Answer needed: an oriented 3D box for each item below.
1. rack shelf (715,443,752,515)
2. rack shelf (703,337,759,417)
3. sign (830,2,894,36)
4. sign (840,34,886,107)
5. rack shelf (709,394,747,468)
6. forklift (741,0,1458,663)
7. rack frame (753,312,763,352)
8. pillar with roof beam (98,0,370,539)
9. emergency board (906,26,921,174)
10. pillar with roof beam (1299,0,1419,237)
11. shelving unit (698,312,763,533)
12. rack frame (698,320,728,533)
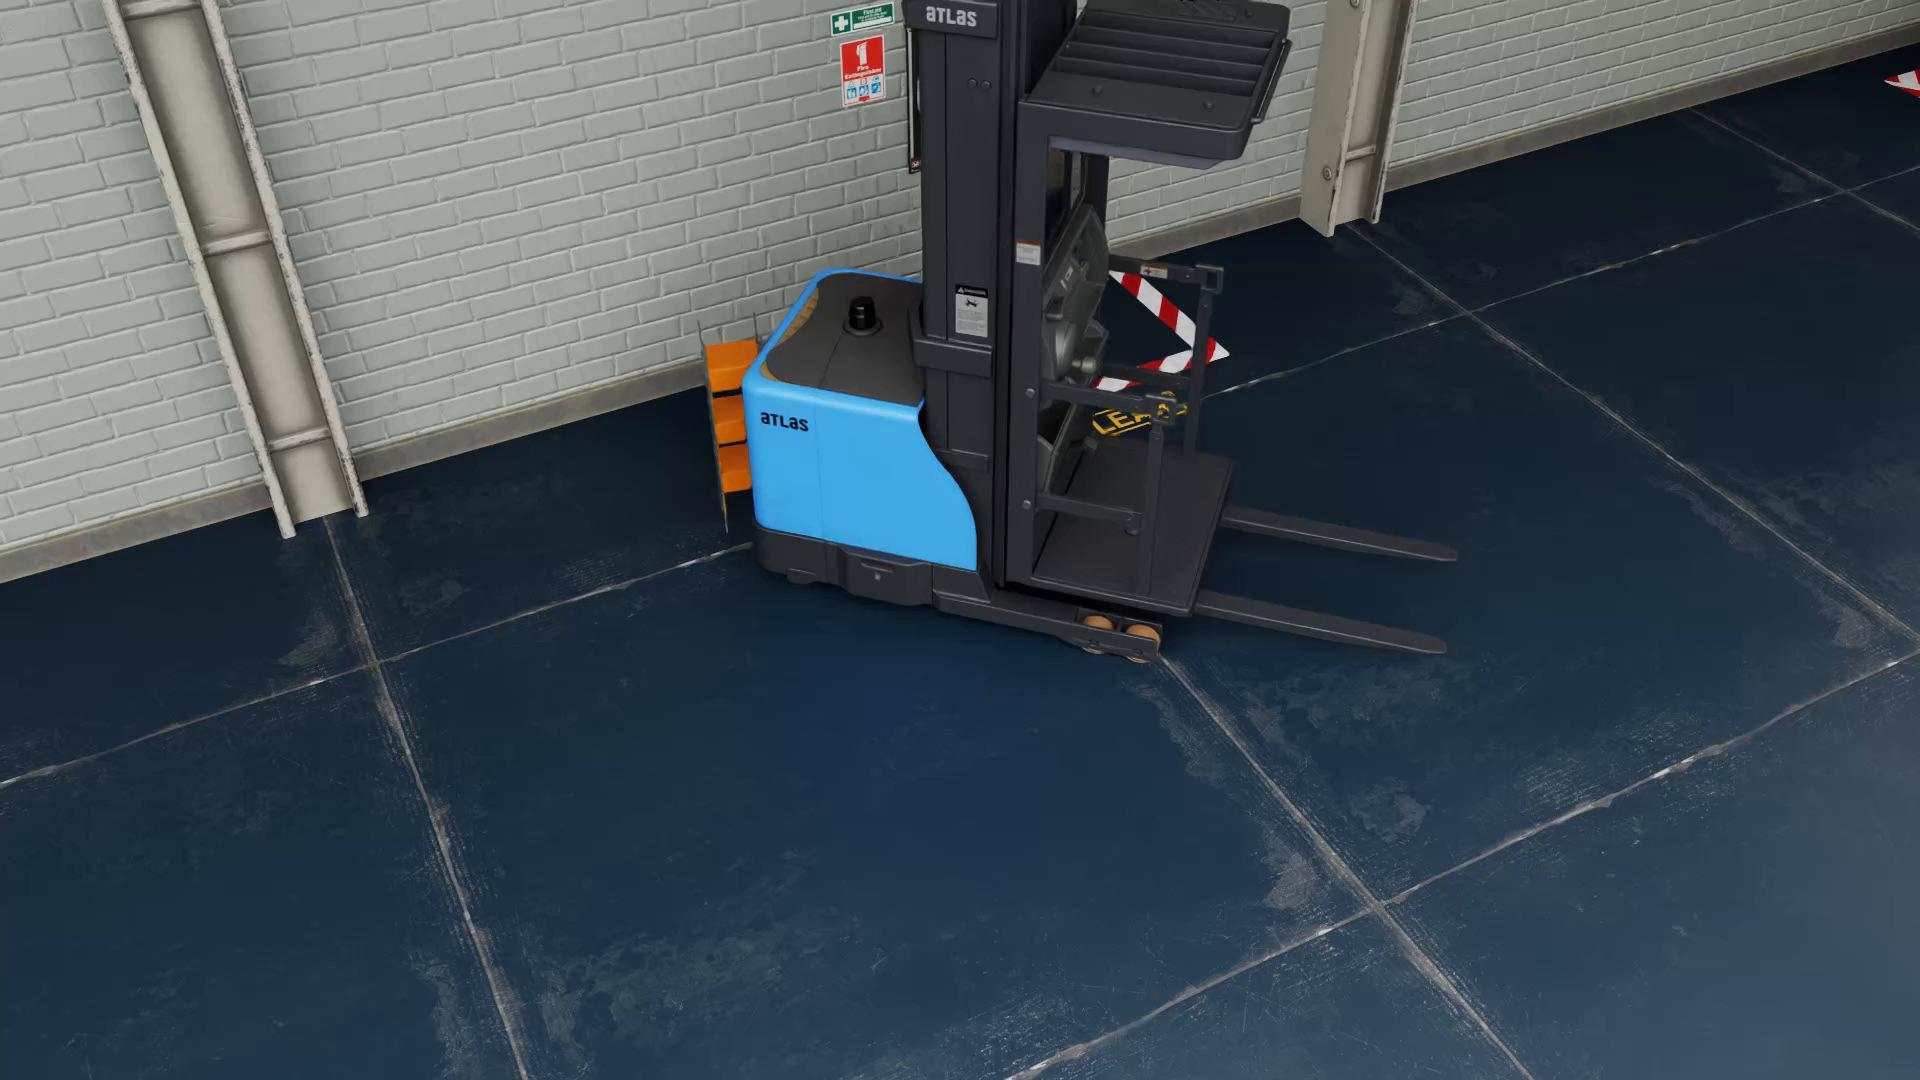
[{"bbox_3d":[-0.995,-0.297,7.724,0.240,0.259,0.215,-10,41,-11],"label":"rack shelf"},{"bbox_3d":[-0.997,-0.726,7.360,0.240,0.259,0.215,-10,41,-11],"label":"rack shelf"},{"bbox_3d":[-0.463,-2.478,7.907,0.331,0.109,0.001,-19,44,-21],"label":"sign"},{"bbox_3d":[-0.471,-2.279,8.082,0.234,0.329,0.001,-19,44,-21],"label":"sign"},{"bbox_3d":[-0.996,-0.509,7.544,0.240,0.259,0.215,-10,41,-11],"label":"rack shelf"},{"bbox_3d":[0.651,-0.978,6.626,3.031,2.935,1.130,11,42,13],"label":"forklift"},{"bbox_3d":[-0.878,-0.537,7.560,0.008,1.050,0.200,-10,41,-11],"label":"rack frame"},{"bbox_3d":[-1.056,-1.120,2.097,0.400,9.000,9.100,-19,44,-21],"label":"pillar with roof beam"},{"bbox_3d":[0.067,-2.372,8.219,0.643,1.169,0.194,-19,44,-21],"label":"emergency board"},{"bbox_3d":[4.265,-2.910,4.212,0.400,9.000,9.100,-19,44,-21],"label":"pillar with roof beam"},{"bbox_3d":[-0.996,-0.517,7.537,0.252,1.050,0.215,-10,41,-11],"label":"shelving unit"},{"bbox_3d":[-1.114,-0.498,7.514,0.008,1.050,0.200,-10,41,-11],"label":"rack frame"}]
